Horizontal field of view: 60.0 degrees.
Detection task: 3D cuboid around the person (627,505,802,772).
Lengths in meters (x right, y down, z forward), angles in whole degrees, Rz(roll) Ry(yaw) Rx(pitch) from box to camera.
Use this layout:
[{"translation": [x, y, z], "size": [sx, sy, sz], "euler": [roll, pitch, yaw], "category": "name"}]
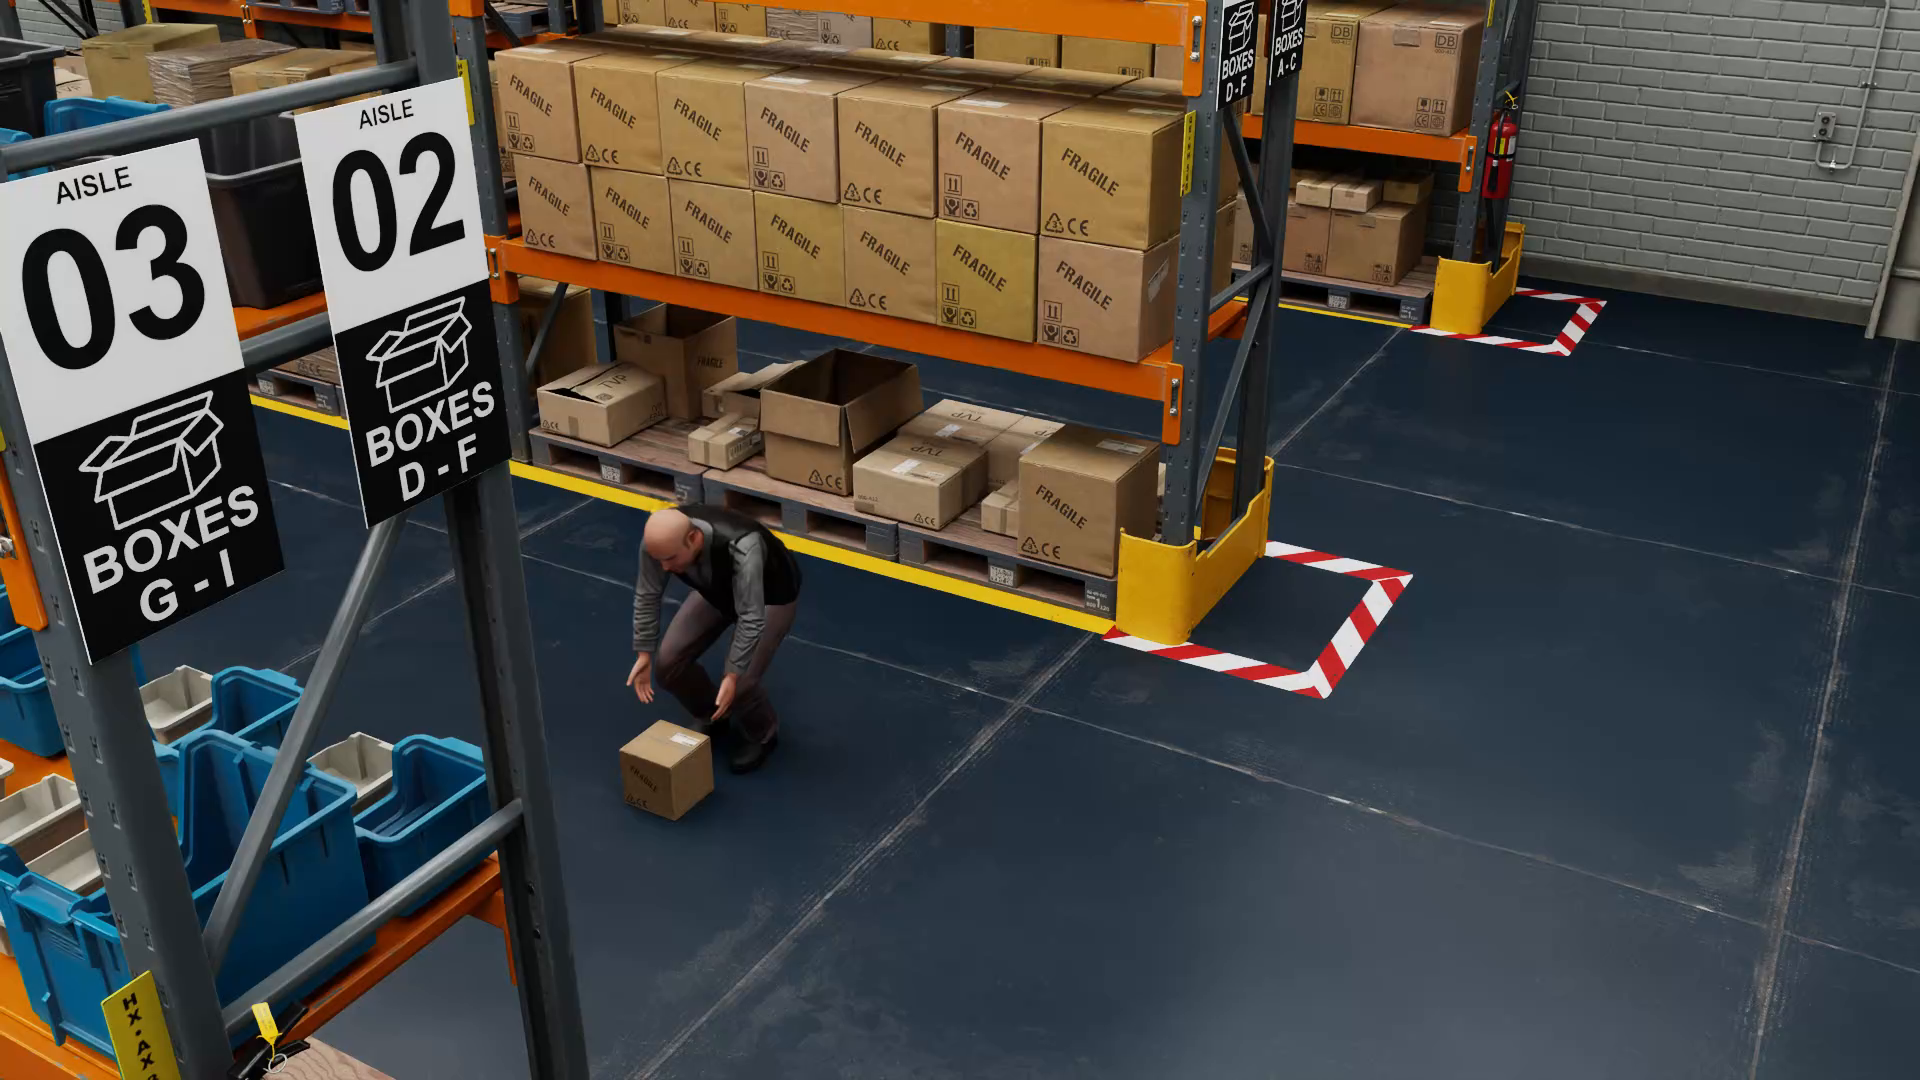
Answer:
[{"translation": [-0.930, 0.324, 6.552], "size": [0.582, 1.225, 0.794], "euler": [14, 30, 26], "category": "person"}]
